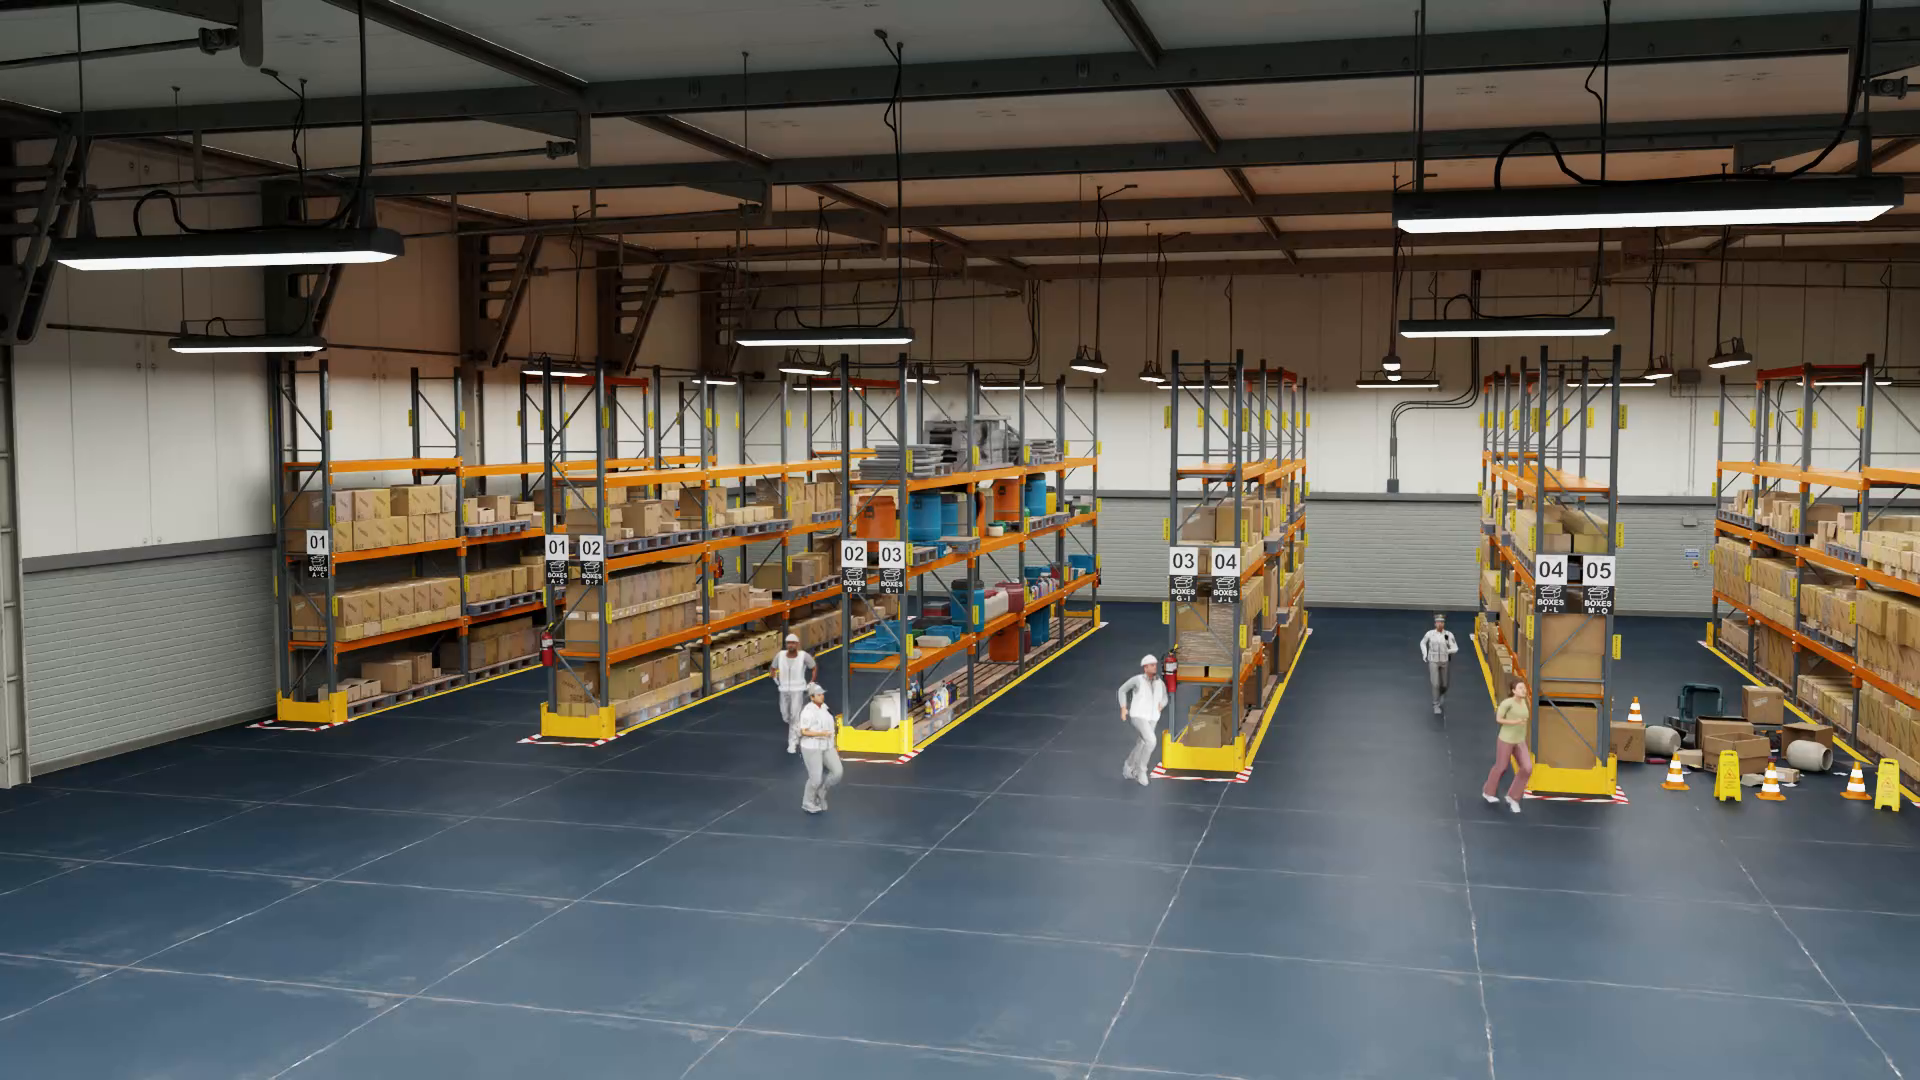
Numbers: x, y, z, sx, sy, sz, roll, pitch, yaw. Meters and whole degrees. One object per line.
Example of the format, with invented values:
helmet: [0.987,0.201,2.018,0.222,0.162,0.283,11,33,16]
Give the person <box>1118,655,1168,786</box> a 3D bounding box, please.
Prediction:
person: [2.589,2.466,23.010,0.641,1.736,0.702,-2,5,-30]

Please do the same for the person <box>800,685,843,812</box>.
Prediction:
person: [-1.755,2.663,21.149,0.590,1.647,0.589,3,5,39]

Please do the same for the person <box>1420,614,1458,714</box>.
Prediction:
person: [8.228,2.104,28.574,0.622,1.658,0.896,1,4,12]

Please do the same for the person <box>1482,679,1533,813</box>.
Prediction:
person: [7.128,2.640,21.464,0.580,1.717,0.697,-2,4,-21]

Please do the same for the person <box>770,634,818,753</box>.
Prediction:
person: [-2.550,2.309,25.381,0.722,1.774,0.814,1,4,10]
